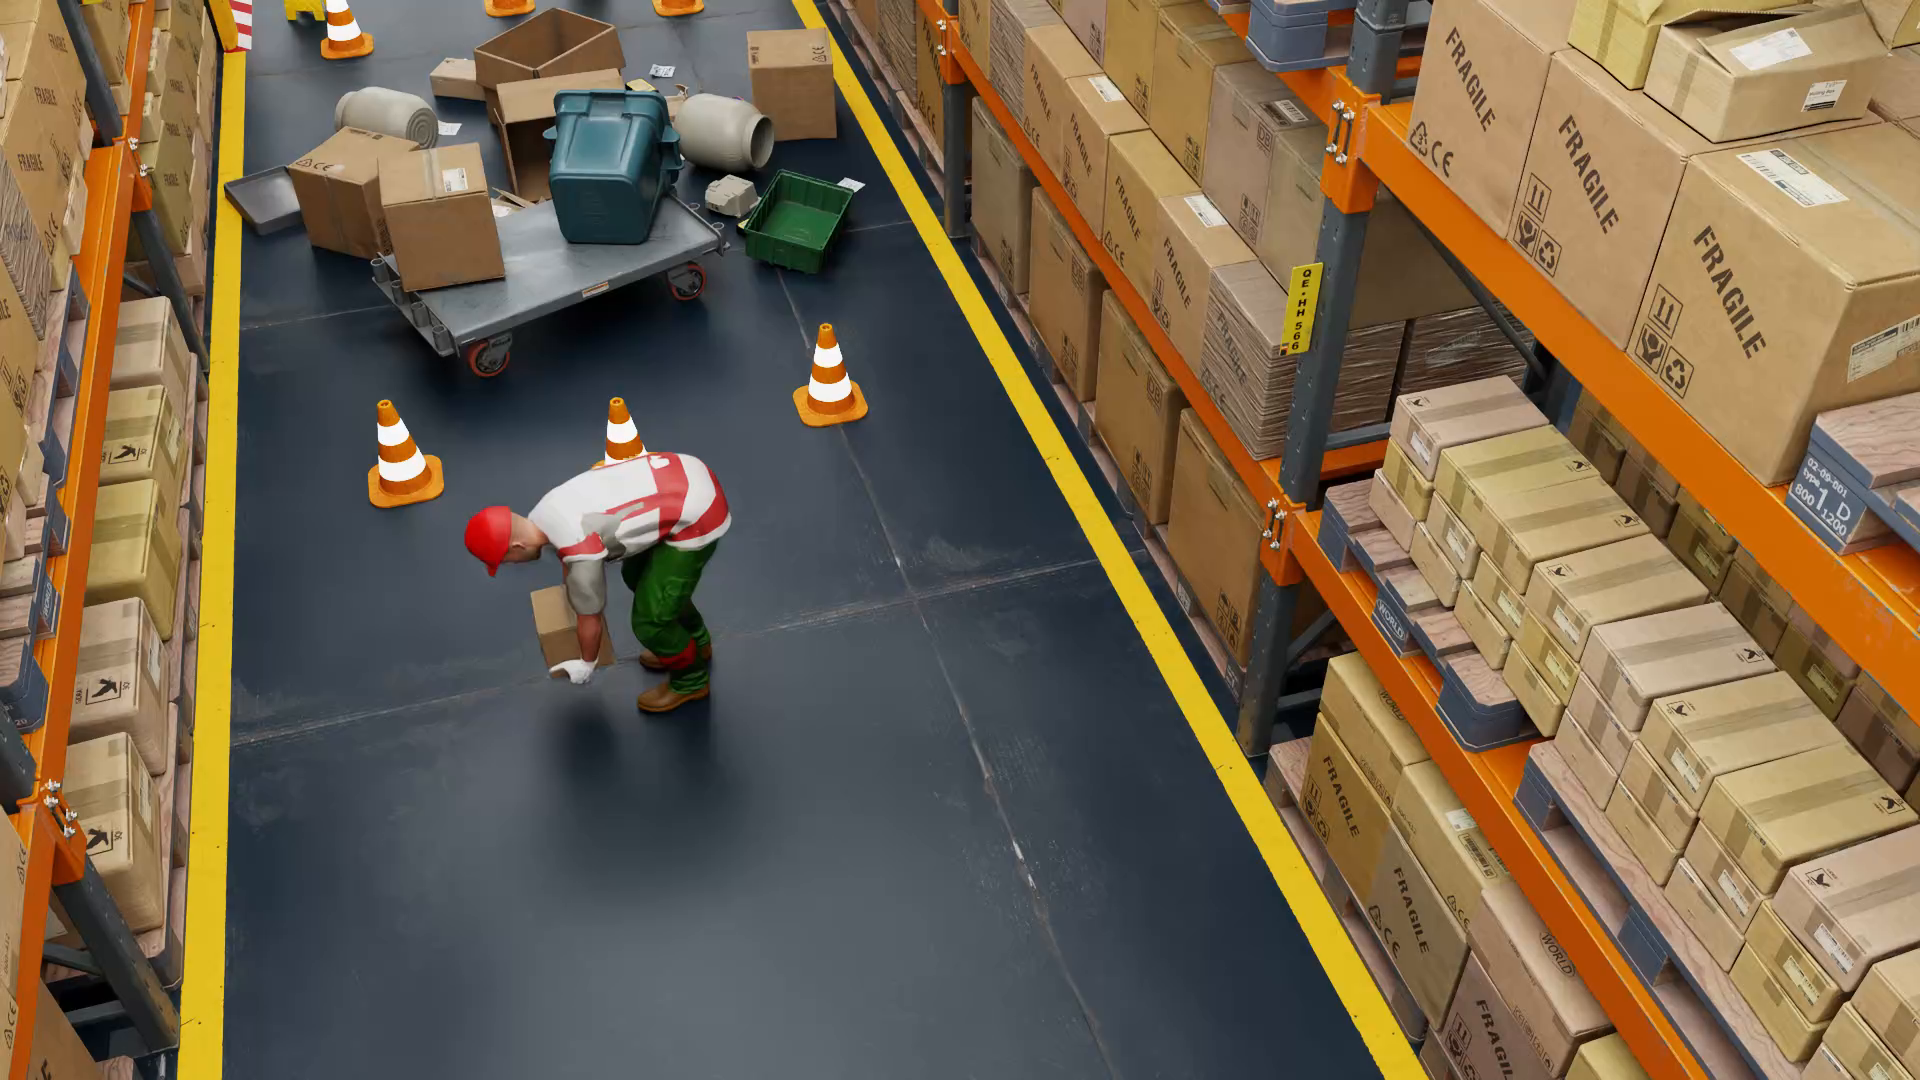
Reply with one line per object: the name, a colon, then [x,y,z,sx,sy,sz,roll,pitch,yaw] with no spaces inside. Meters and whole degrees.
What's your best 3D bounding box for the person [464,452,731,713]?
person: [-1.343,0.202,6.424,0.964,1.106,0.494,-13,44,-14]
